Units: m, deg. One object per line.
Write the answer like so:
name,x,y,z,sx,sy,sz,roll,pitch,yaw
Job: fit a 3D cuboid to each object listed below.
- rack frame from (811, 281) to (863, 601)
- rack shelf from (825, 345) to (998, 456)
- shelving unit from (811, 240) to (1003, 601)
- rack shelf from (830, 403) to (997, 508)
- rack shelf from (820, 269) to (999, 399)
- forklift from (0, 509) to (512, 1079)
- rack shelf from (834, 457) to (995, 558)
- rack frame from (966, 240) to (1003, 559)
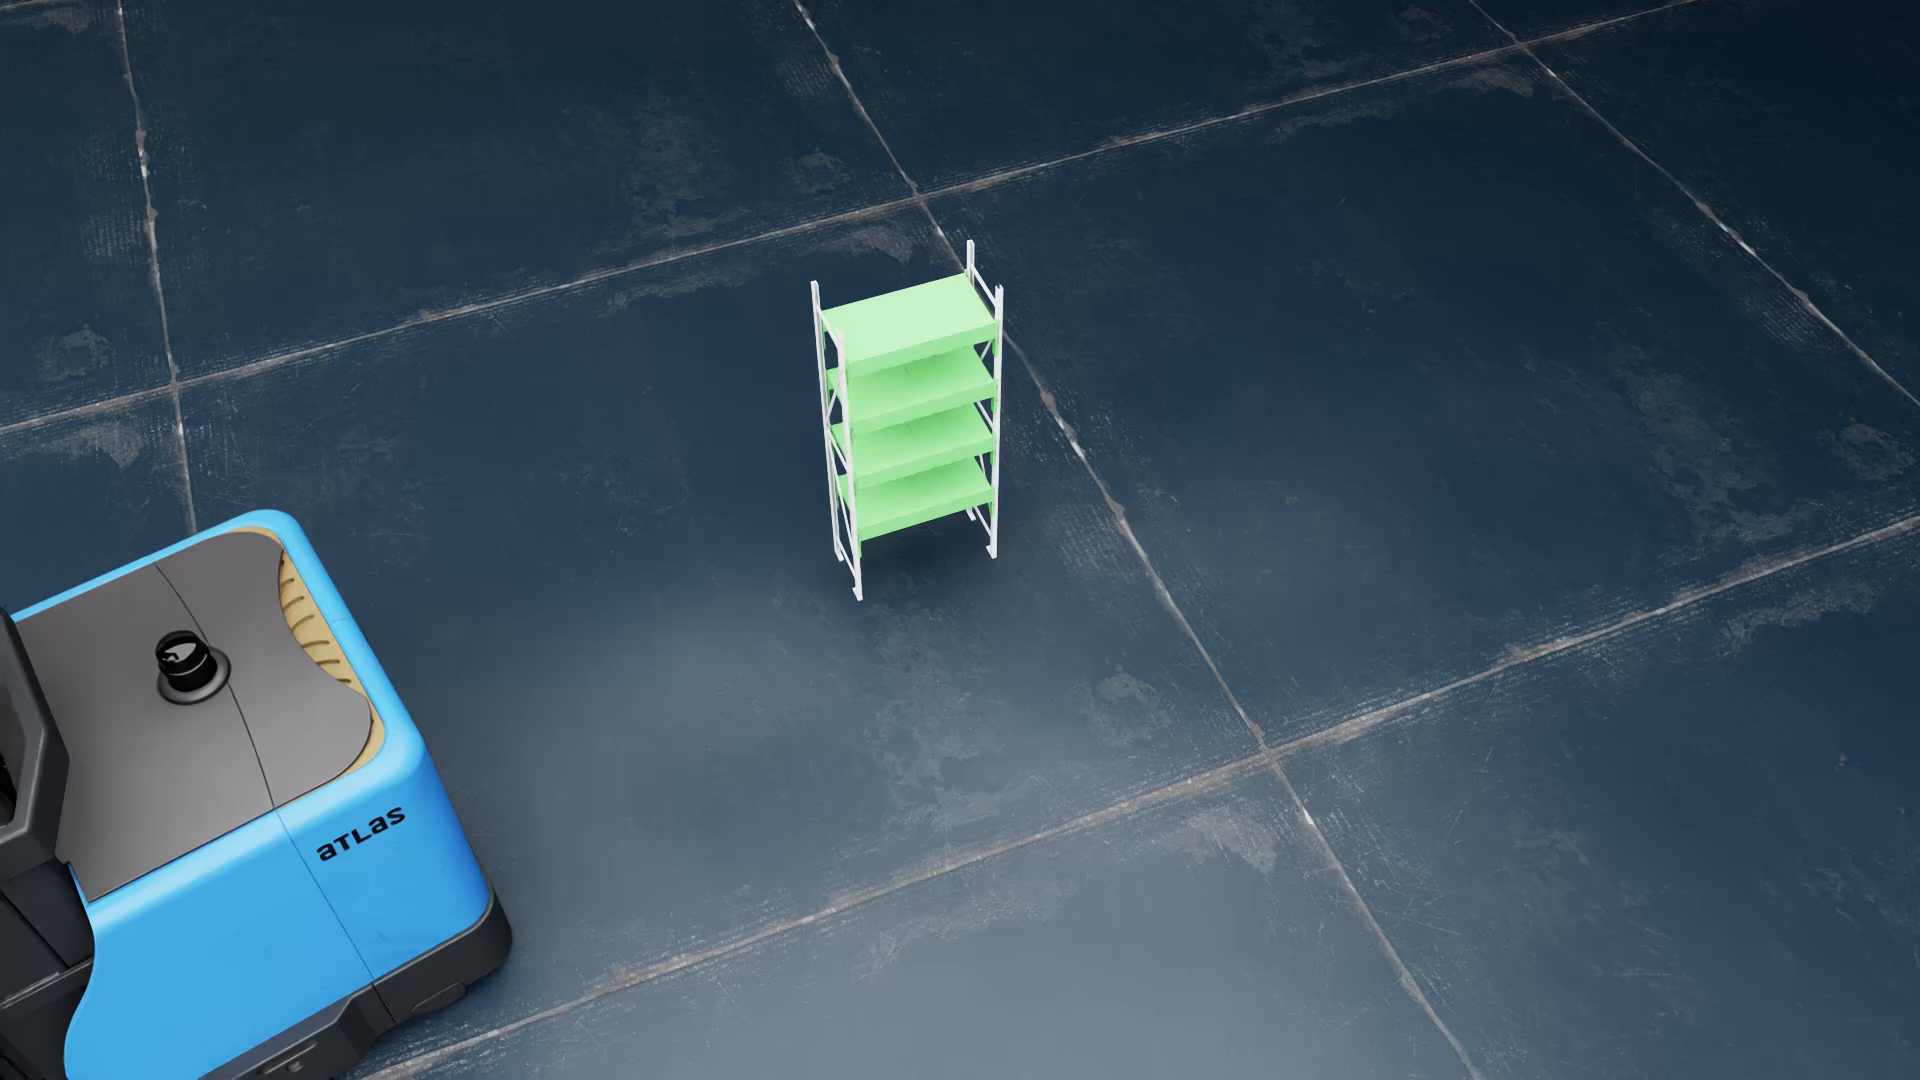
rack frame,-0.379,-0.273,5.194,0.015,1.200,0.240,-17,52,-14
rack shelf,-0.153,-0.458,5.120,0.480,0.148,0.258,-17,52,-14
shelving unit,-0.153,-0.343,5.254,0.503,1.200,0.258,-17,52,-14
rack shelf,-0.153,-0.302,5.302,0.480,0.148,0.258,-17,52,-14
rack shelf,-0.153,-0.614,4.938,0.480,0.148,0.258,-17,52,-14
forklift,-2.763,0.576,3.323,3.031,2.935,1.130,-28,55,-22
rack shelf,-0.153,-0.145,5.485,0.480,0.148,0.258,-17,52,-14
rack frame,0.073,-0.413,5.314,0.015,1.200,0.240,-17,52,-14
